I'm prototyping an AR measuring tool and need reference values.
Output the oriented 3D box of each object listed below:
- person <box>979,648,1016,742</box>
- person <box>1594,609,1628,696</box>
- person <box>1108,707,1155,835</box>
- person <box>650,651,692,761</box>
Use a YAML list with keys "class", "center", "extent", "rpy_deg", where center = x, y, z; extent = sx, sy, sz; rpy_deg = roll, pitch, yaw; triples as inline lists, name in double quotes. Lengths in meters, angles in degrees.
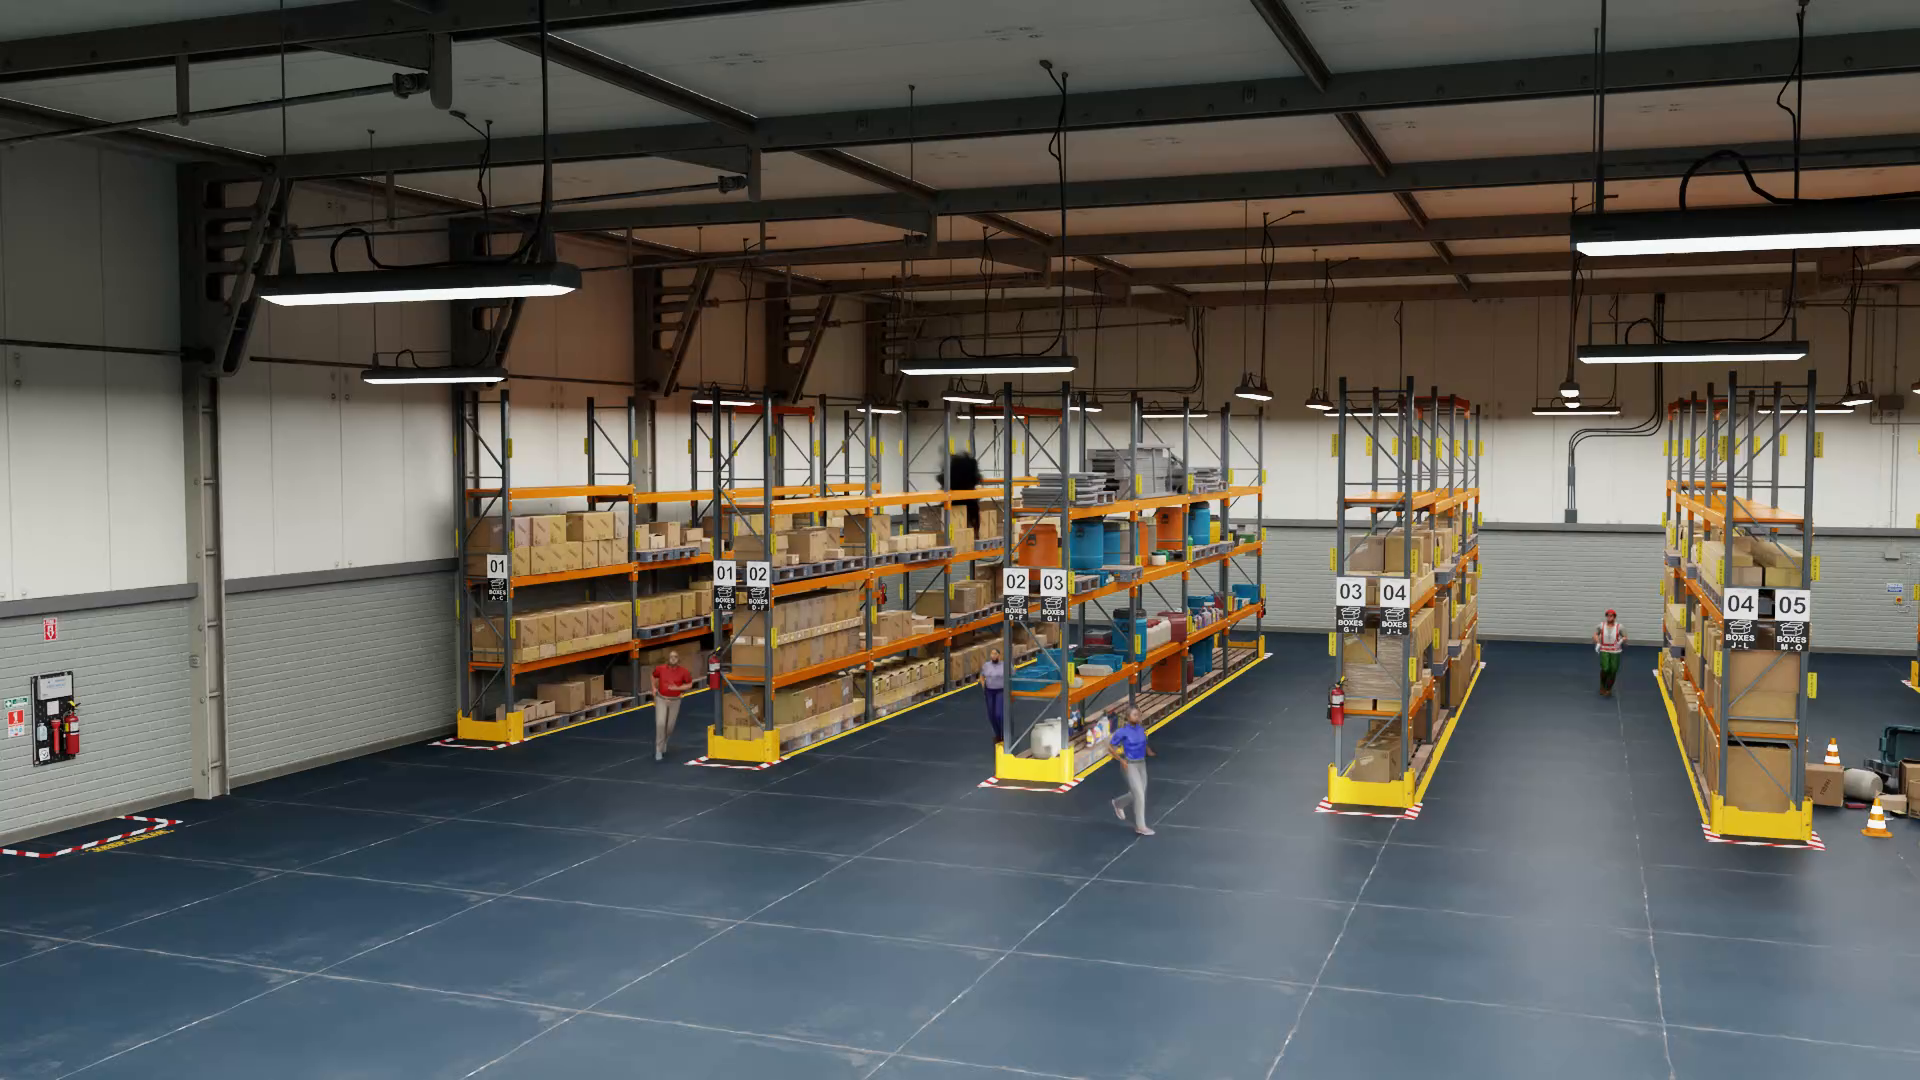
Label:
- class: "person"
  center: [0.601, 2.639, 28.214]
  extent: [0.600, 1.628, 0.624]
  rpy_deg: [1, 3, 23]
- class: "person"
  center: [13.091, 2.274, 33.448]
  extent: [0.625, 1.762, 0.659]
  rpy_deg: [1, 3, 20]
- class: "person"
  center: [2.245, 2.989, 21.723]
  extent: [0.588, 1.623, 0.815]
  rpy_deg: [-3, 4, -40]
- class: "person"
  center: [-4.695, 2.677, 27.073]
  extent: [0.670, 1.753, 0.866]
  rpy_deg: [-1, 3, -12]
